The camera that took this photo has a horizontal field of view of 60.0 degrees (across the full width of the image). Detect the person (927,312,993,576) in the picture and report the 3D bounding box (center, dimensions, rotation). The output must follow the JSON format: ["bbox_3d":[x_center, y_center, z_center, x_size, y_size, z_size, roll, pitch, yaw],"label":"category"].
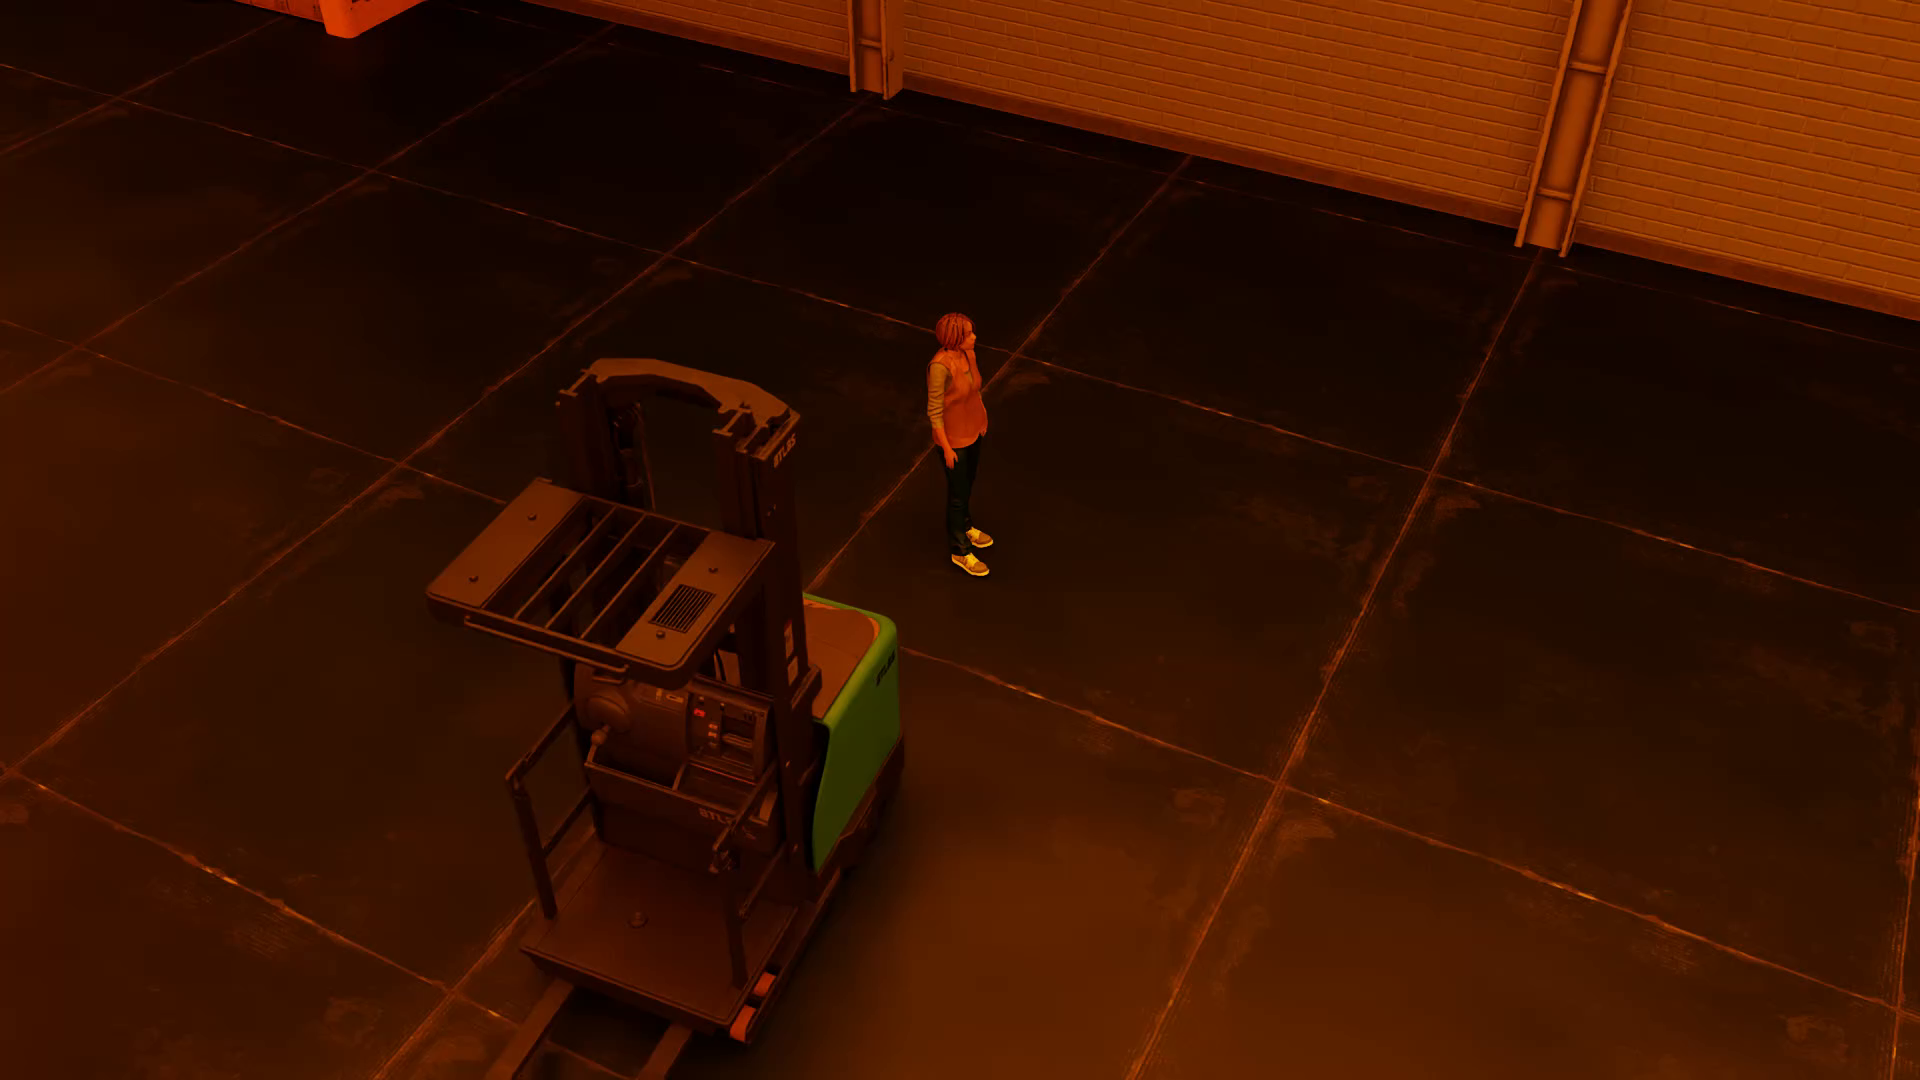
[{"bbox_3d":[0.060,-0.586,9.707,0.473,1.599,0.520,18,43,21],"label":"person"}]

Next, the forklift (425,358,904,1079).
[{"bbox_3d":[-1.324,0.843,6.986,1.130,2.935,3.031,15,42,17],"label":"forklift"}]
